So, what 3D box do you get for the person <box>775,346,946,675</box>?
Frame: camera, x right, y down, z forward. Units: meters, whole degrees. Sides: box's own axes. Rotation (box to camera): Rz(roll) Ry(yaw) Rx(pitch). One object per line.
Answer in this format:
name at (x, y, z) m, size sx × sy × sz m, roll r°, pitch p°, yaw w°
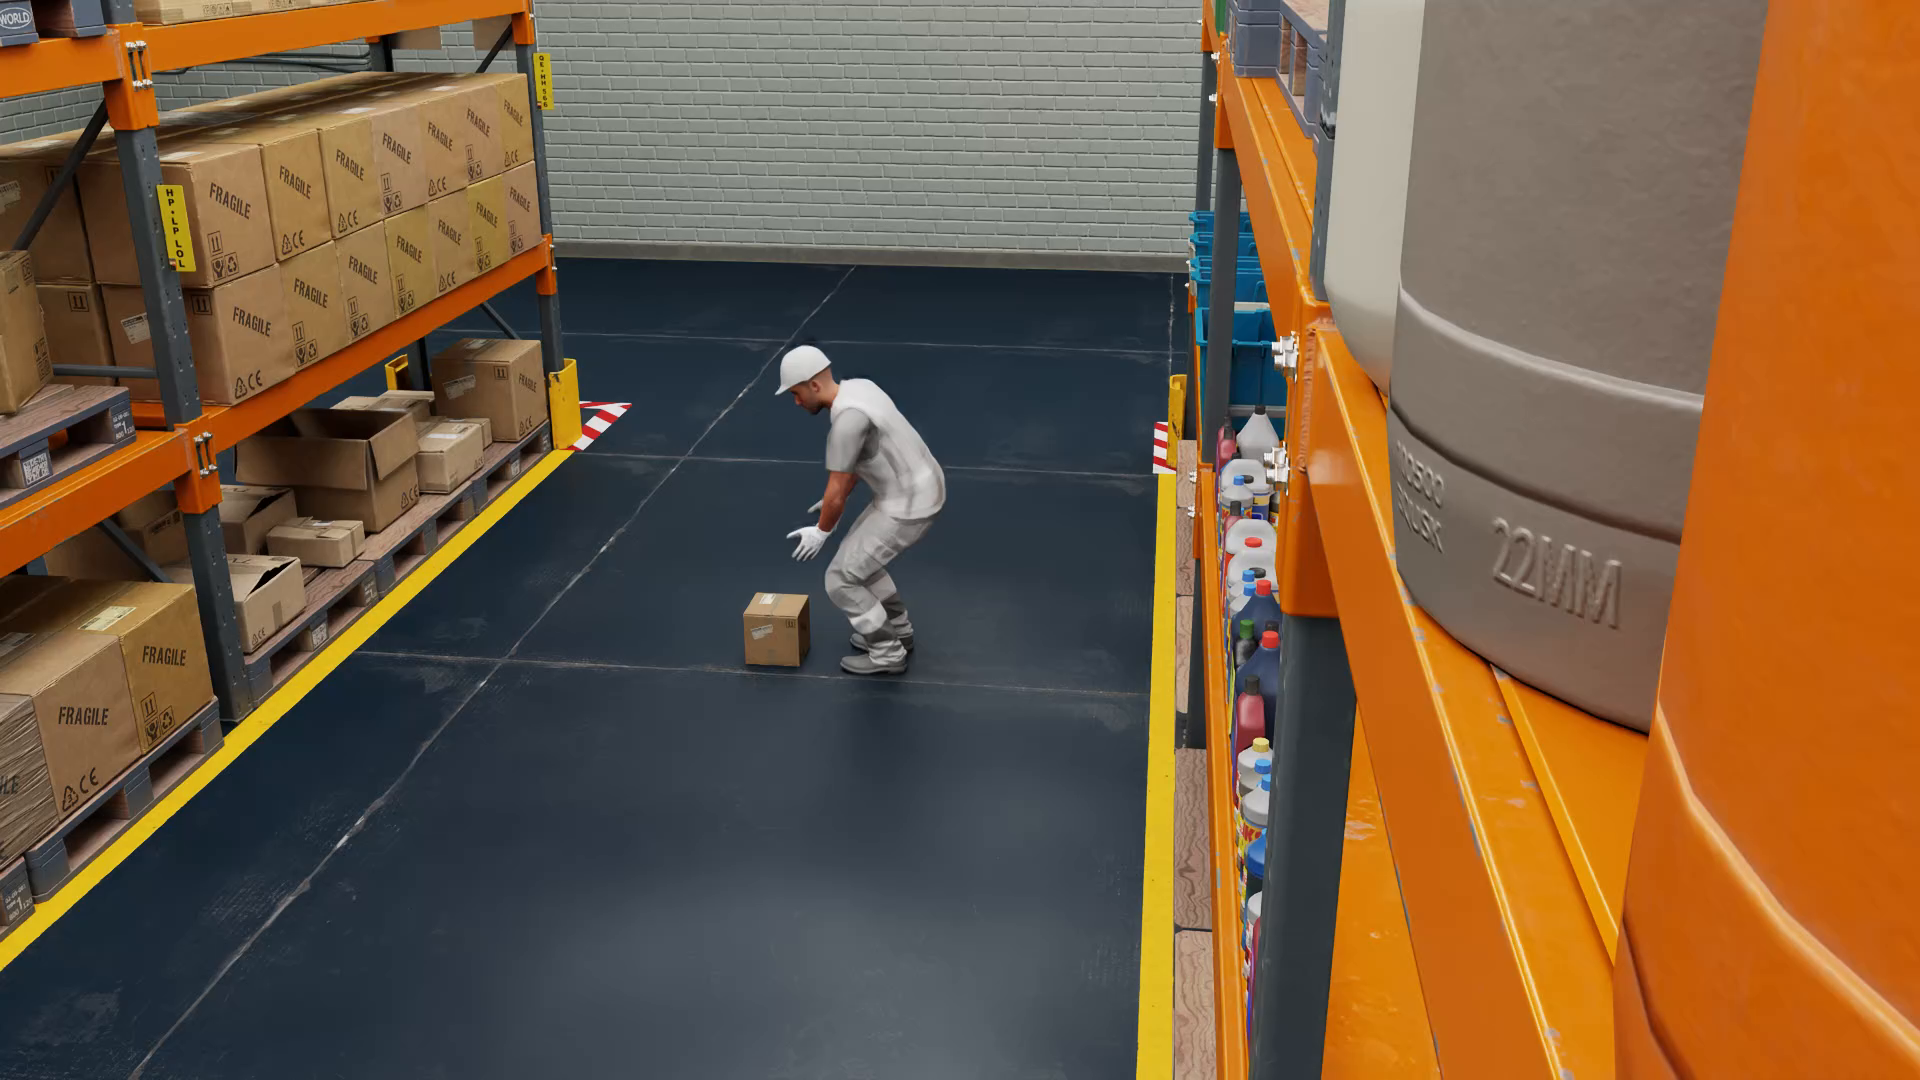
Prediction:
person at (-0.431, -0.129, 7.330) m, size 0.731 × 1.471 × 0.580 m, roll 3°, pitch 21°, yaw 7°
